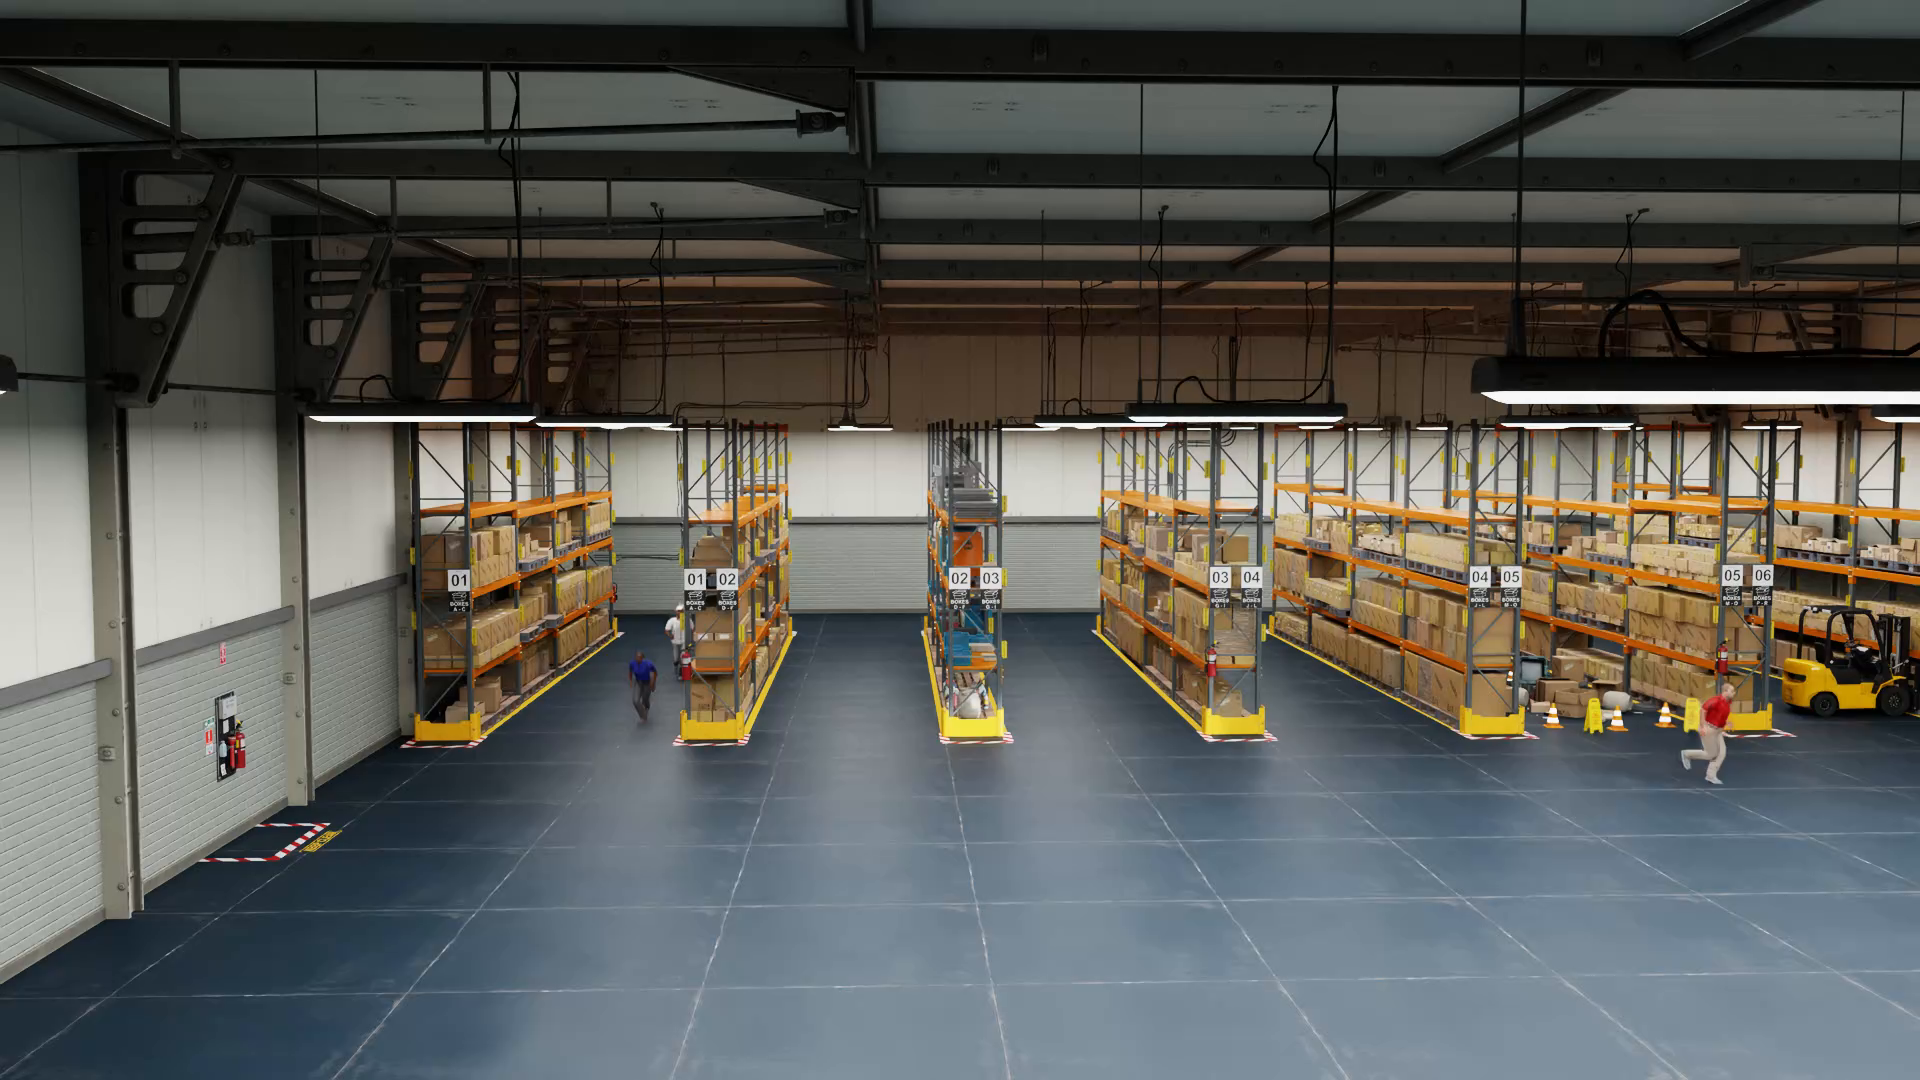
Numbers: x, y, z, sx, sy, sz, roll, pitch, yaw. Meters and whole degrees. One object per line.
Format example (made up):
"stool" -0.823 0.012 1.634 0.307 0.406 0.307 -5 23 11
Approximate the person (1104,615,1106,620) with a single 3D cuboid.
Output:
"person" 4.543 1.758 48.867 0.749 1.703 0.620 0 4 4

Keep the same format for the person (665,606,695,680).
"person" -6.505 2.382 38.685 0.699 1.728 0.687 -1 4 -13

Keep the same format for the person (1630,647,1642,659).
"person" 16.479 2.331 40.480 0.588 1.668 0.796 -1 4 -11

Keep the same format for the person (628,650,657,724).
"person" -6.276 2.882 32.994 0.557 1.496 0.953 0 4 2

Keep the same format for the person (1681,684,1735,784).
"person" 12.324 3.168 27.381 0.823 1.677 0.661 3 5 43
